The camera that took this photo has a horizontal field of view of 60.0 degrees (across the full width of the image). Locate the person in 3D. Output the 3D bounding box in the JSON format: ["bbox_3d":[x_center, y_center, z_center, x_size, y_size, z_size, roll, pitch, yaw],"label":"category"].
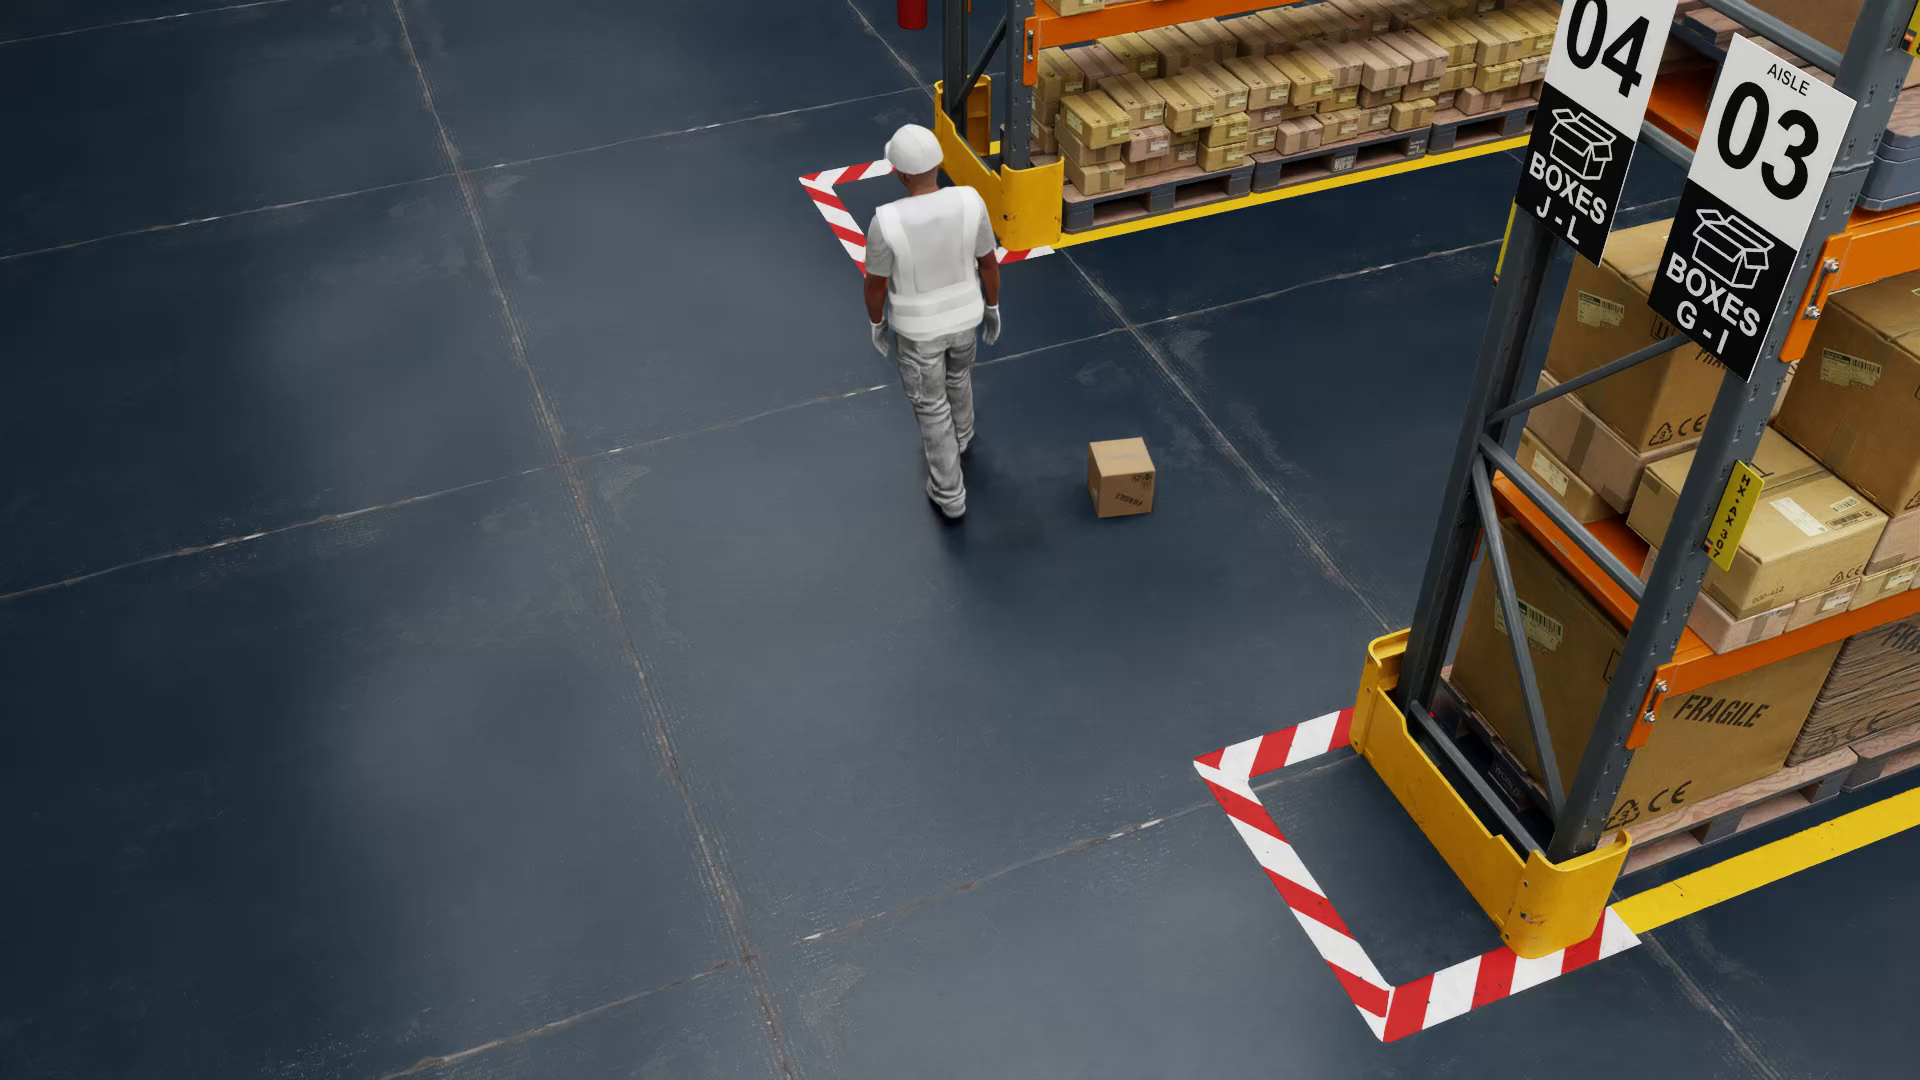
[{"bbox_3d":[-0.106,-0.951,7.232,0.611,1.807,0.698,-17,44,-18],"label":"person"}]
